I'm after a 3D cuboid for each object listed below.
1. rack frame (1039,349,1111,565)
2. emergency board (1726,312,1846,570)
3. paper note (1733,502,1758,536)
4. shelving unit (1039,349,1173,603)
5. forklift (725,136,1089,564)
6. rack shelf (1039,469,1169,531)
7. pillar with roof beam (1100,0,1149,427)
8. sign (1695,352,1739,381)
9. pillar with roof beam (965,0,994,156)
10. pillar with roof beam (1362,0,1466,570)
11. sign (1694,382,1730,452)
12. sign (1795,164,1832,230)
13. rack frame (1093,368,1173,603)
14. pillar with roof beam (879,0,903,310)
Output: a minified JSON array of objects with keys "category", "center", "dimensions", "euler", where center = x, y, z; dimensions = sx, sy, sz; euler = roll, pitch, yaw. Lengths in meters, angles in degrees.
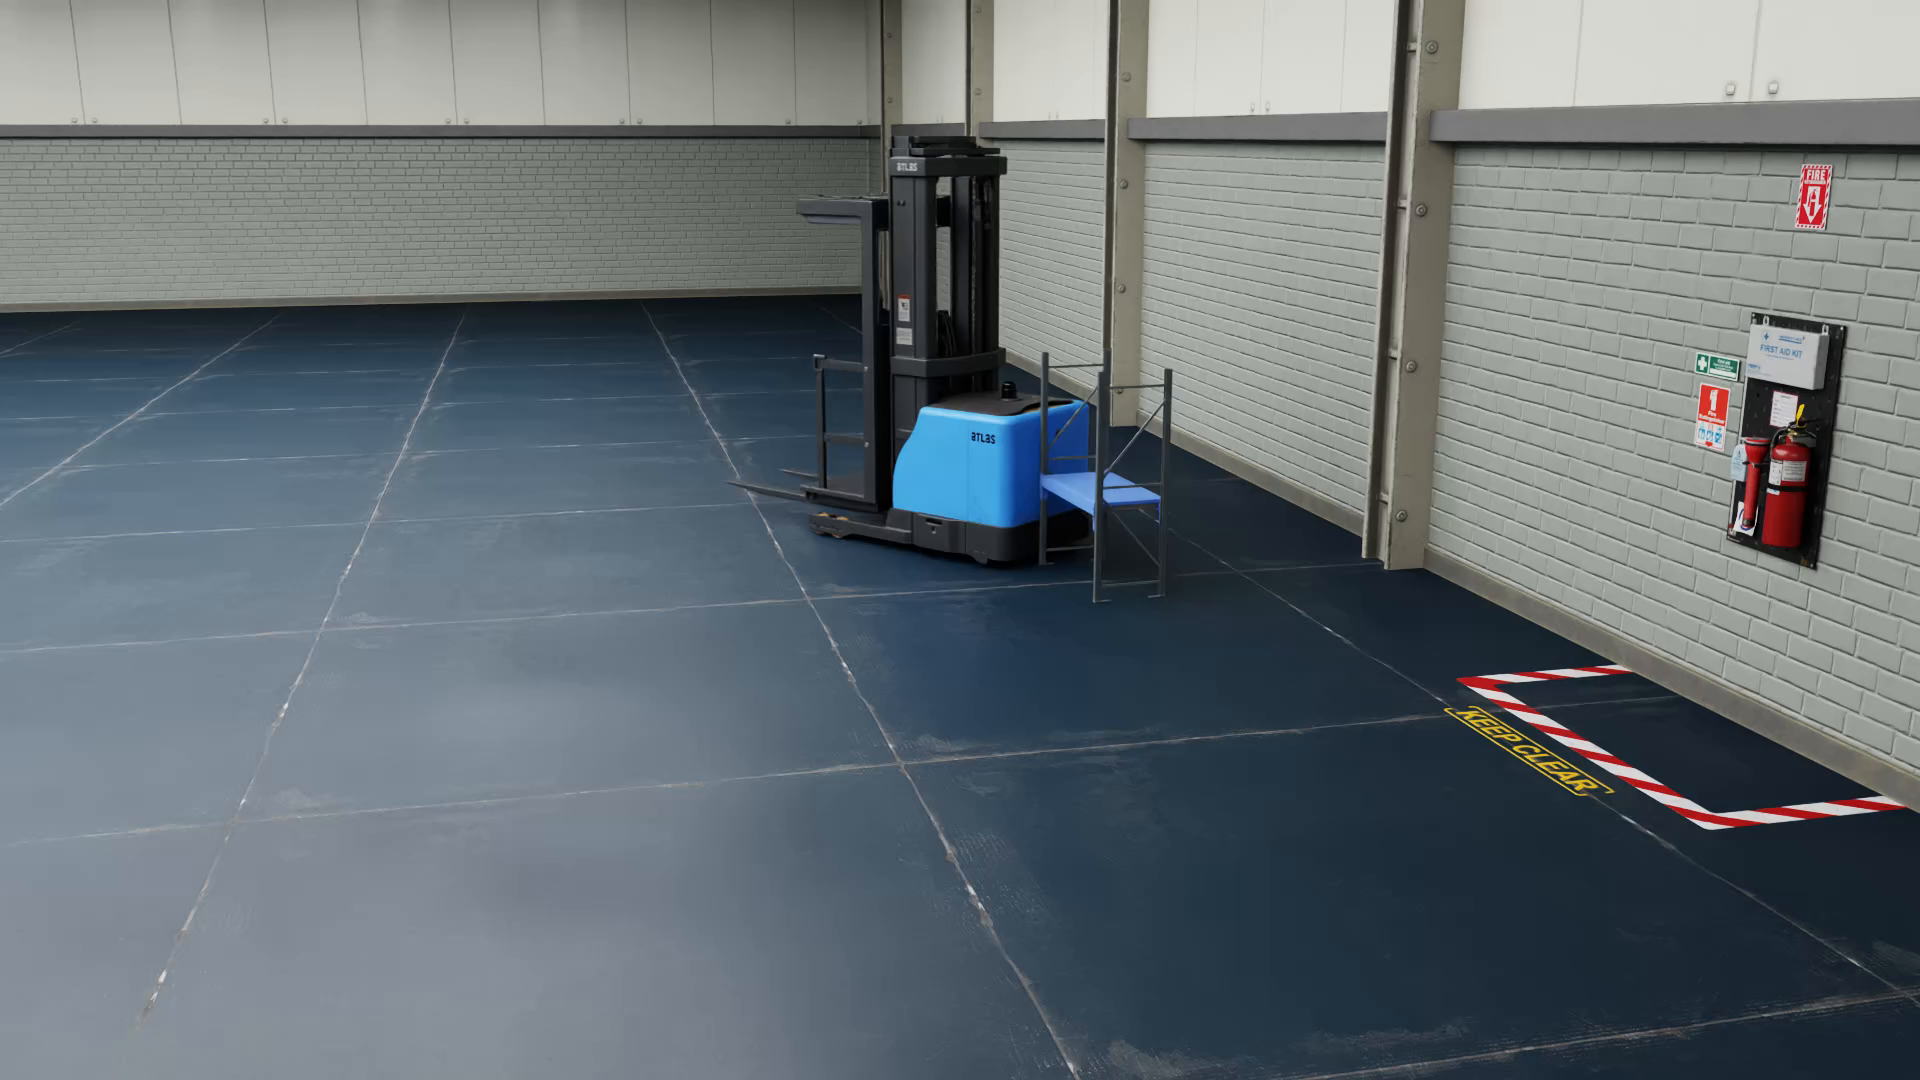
[{"category":"rack frame","center":[0.799,-0.571,11.604],"dimensions":[0.500,1.500,0.032],"euler":[-4,14,-17]},{"category":"emergency board","center":[3.944,-0.491,8.115],"dimensions":[0.194,1.169,0.643],"euler":[-3,14,-13]},{"category":"paper note","center":[3.970,-0.107,8.403],"dimensions":[0.016,0.148,0.142],"euler":[-3,14,-13]},{"category":"shelving unit","center":[0.952,-0.456,11.133],"dimensions":[0.538,1.500,1.048],"euler":[-4,14,-17]},{"category":"forklift","center":[-0.517,-1.518,12.465],"dimensions":[3.031,2.935,1.130],"euler":[11,17,38]},{"category":"rack shelf","center":[0.952,-0.281,11.175],"dimensions":[0.538,0.185,1.000],"euler":[-4,14,-17]},{"category":"pillar with roof beam","center":[-2.516,-5.361,15.410],"dimensions":[9.100,9.000,0.400],"euler":[-3,14,-13]},{"category":"sign","center":[3.907,-0.897,8.587],"dimensions":[0.001,0.109,0.331],"euler":[-3,14,-13]},{"category":"pillar with roof beam","center":[-3.925,-6.745,21.075],"dimensions":[9.100,9.000,0.400],"euler":[-3,14,-13]},{"category":"pillar with roof beam","center":[-1.106,-3.977,9.744],"dimensions":[9.100,9.000,0.400],"euler":[-3,14,-13]},{"category":"sign","center":[3.914,-0.641,8.657],"dimensions":[0.001,0.329,0.234],"euler":[-3,14,-13]},{"category":"sign","center":[4.039,-1.624,7.870],"dimensions":[0.001,0.298,0.199],"euler":[-3,14,-13]},{"category":"rack frame","center":[1.105,-0.341,10.662],"dimensions":[0.500,1.500,0.032],"euler":[-4,14,-17]},{"category":"pillar with roof beam","center":[-5.334,-8.129,26.741],"dimensions":[9.100,9.000,0.400],"euler":[-3,14,-13]}]
